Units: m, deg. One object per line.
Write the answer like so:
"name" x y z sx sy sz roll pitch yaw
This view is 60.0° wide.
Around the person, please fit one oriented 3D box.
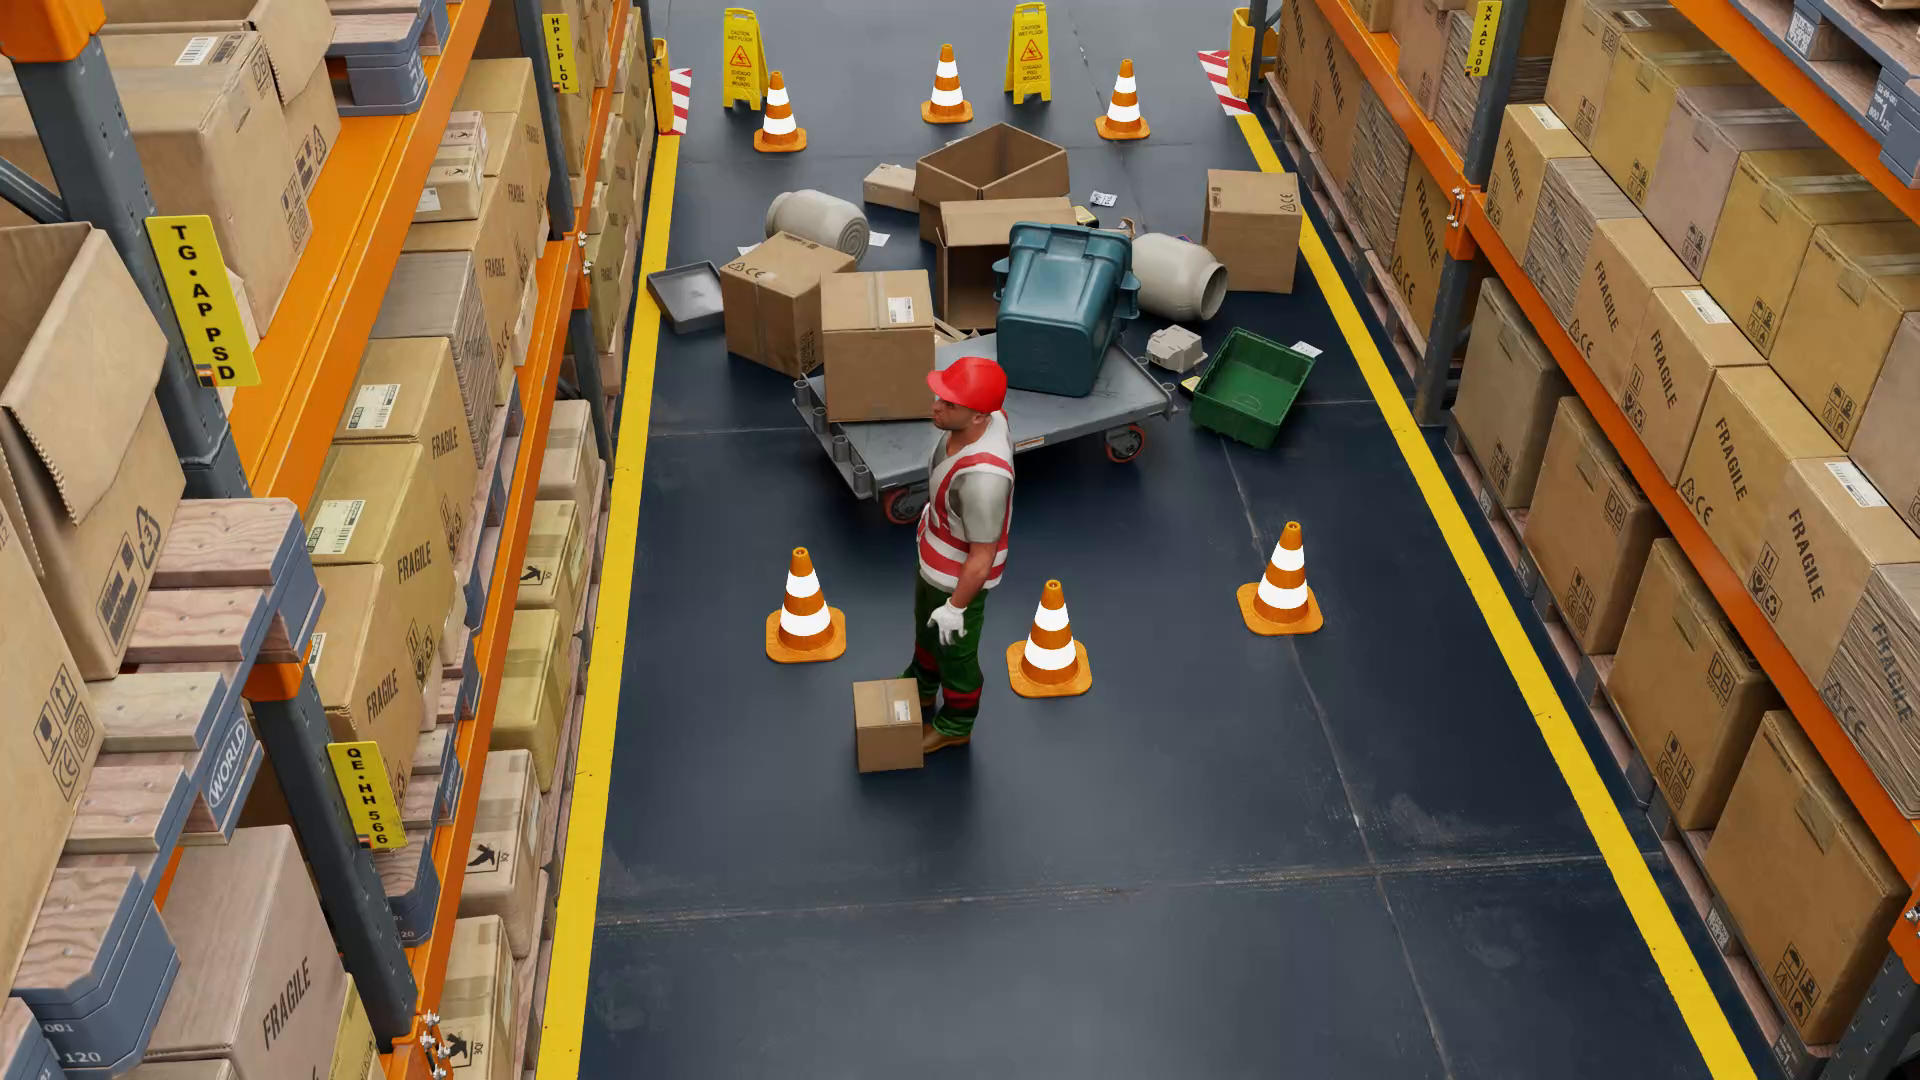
"person" -0.092 0.081 6.019 0.564 1.787 0.638 -3 39 -4
